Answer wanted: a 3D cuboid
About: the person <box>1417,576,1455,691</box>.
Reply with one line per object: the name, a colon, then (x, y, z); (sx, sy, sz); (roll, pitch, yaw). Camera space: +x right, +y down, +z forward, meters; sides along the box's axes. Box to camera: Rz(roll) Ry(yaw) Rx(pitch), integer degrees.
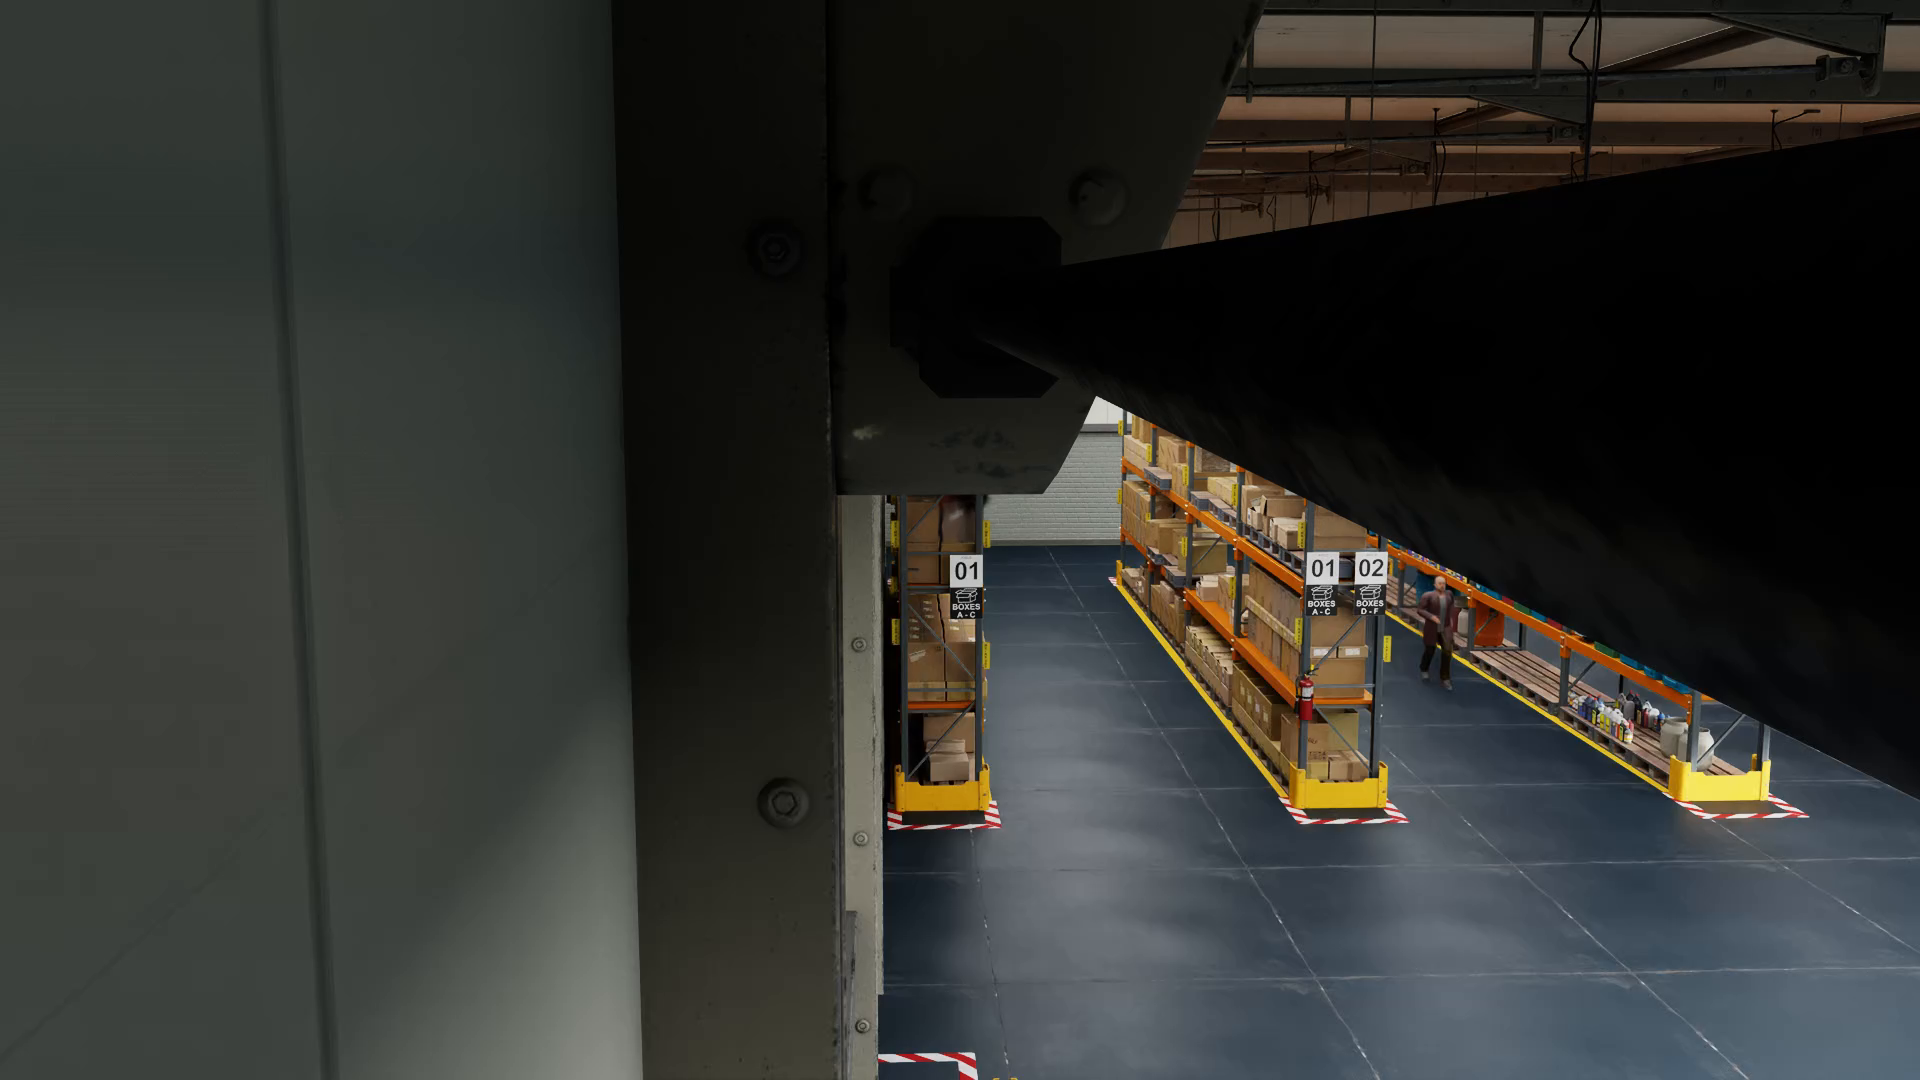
person: (7.722, 1.481, 26.993); (0.707, 1.838, 0.891); (-1, 8, -6)
